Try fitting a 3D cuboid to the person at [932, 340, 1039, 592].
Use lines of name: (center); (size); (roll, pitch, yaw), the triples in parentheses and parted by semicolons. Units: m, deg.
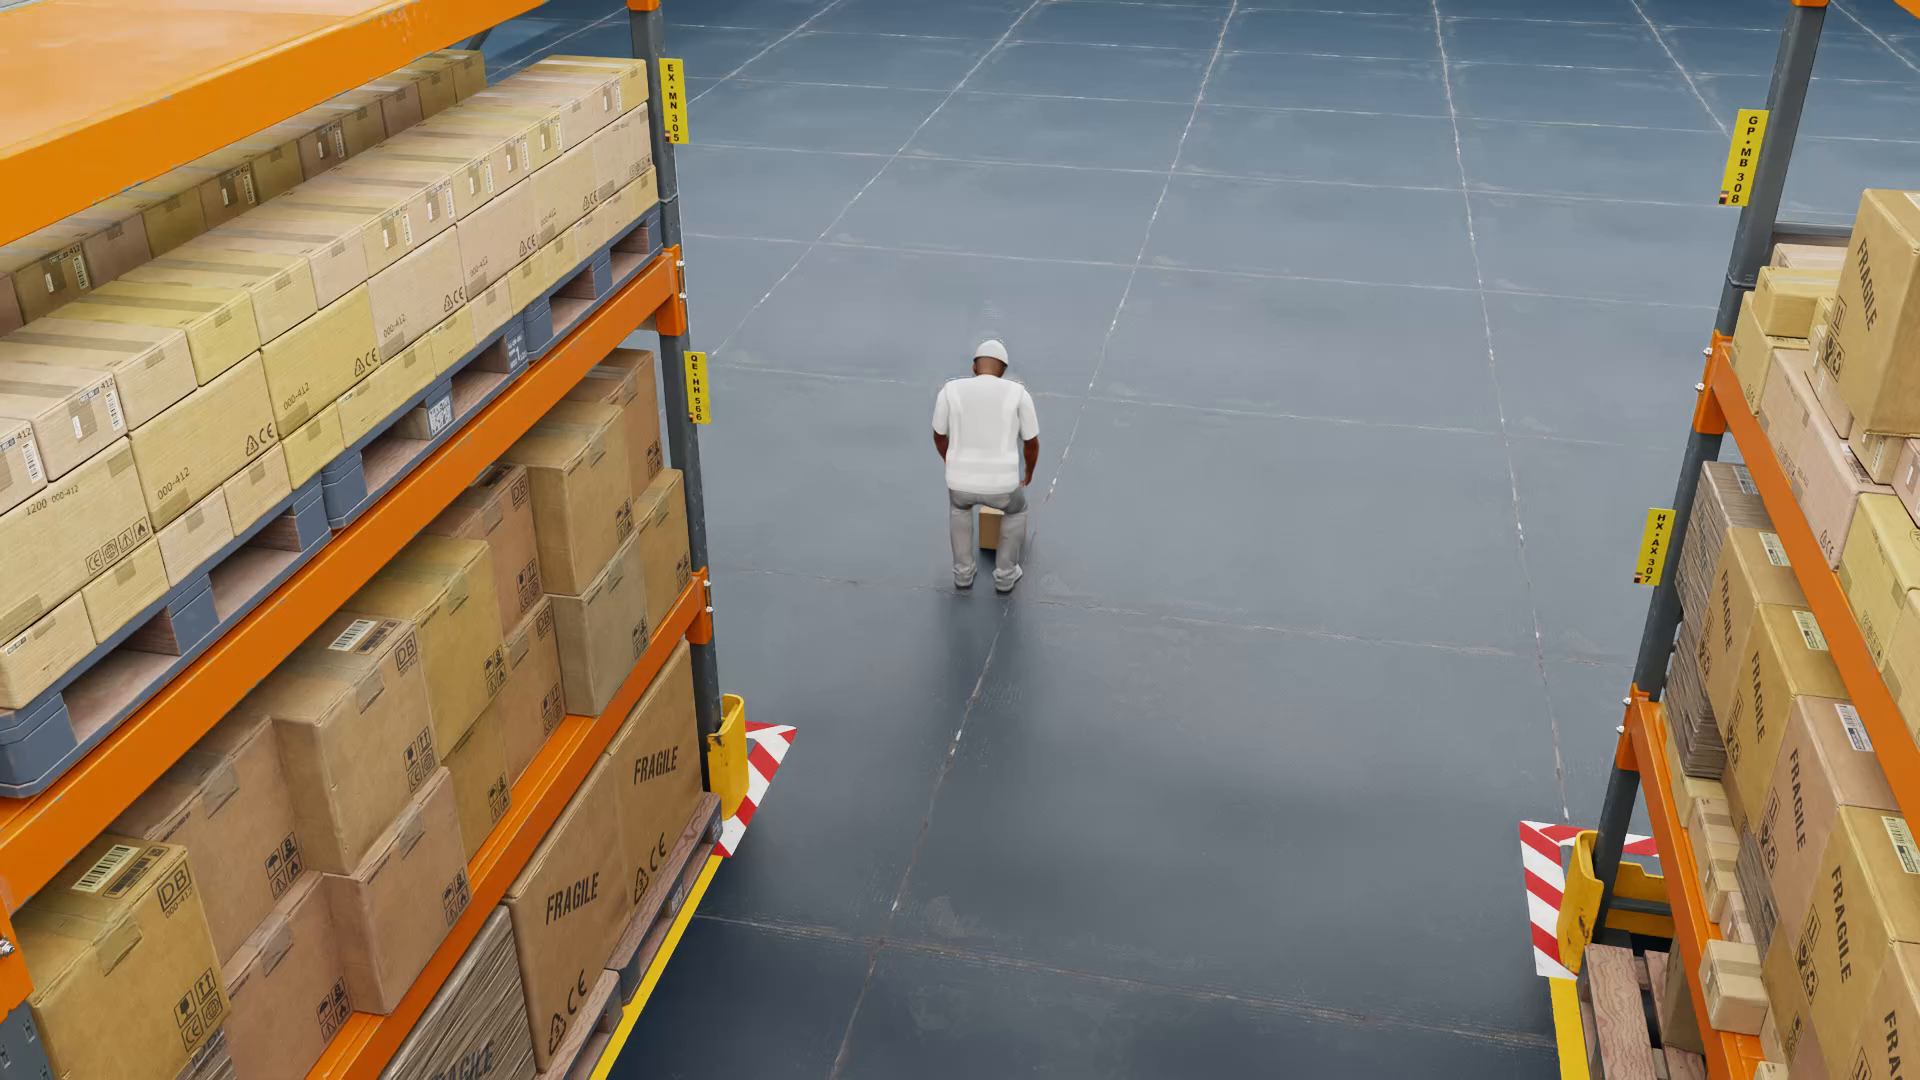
person: (0.131, -0.418, 9.742); (0.631, 1.403, 0.763); (6, 29, 11)
